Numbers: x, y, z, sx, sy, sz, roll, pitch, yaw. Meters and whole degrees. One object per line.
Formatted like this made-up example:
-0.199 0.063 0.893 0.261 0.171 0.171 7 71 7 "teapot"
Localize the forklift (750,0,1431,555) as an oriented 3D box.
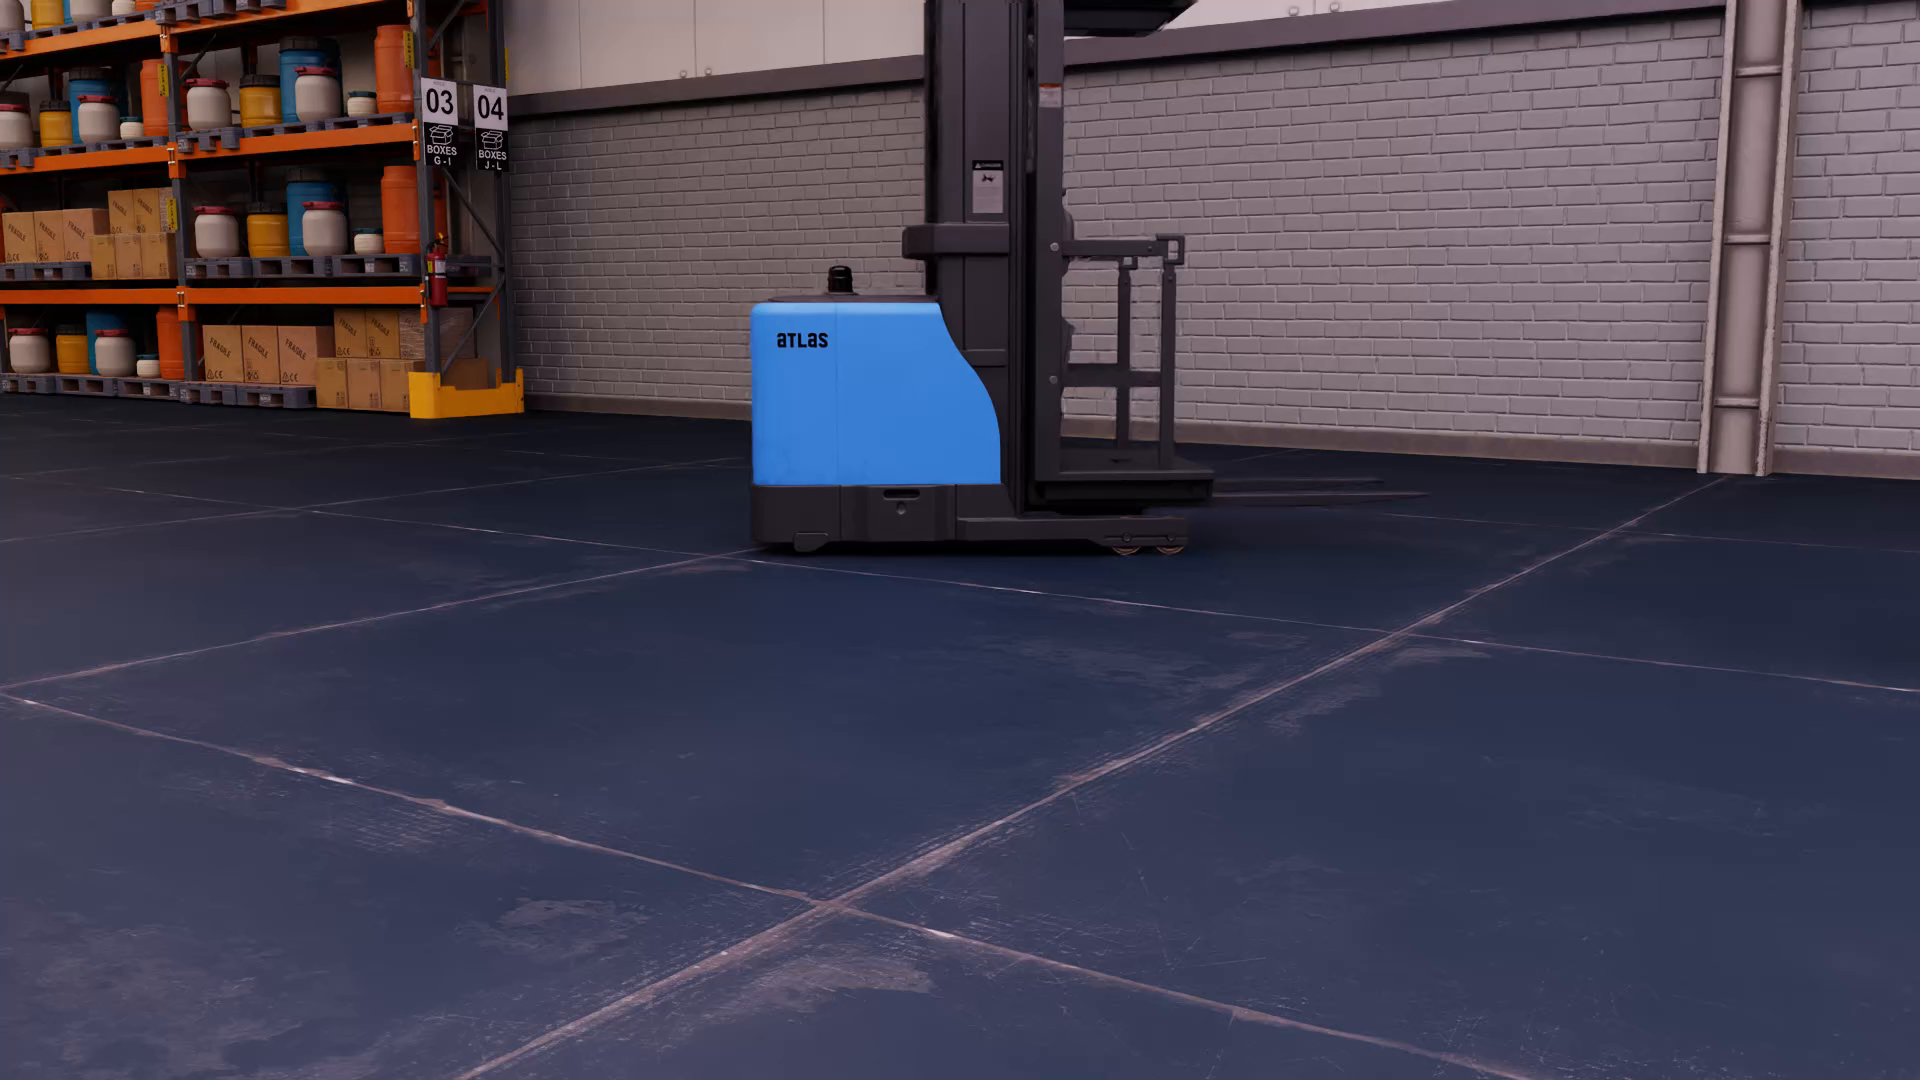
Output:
0.576 -1.461 7.466 3.031 2.935 1.130 -1 8 -5 "forklift"
